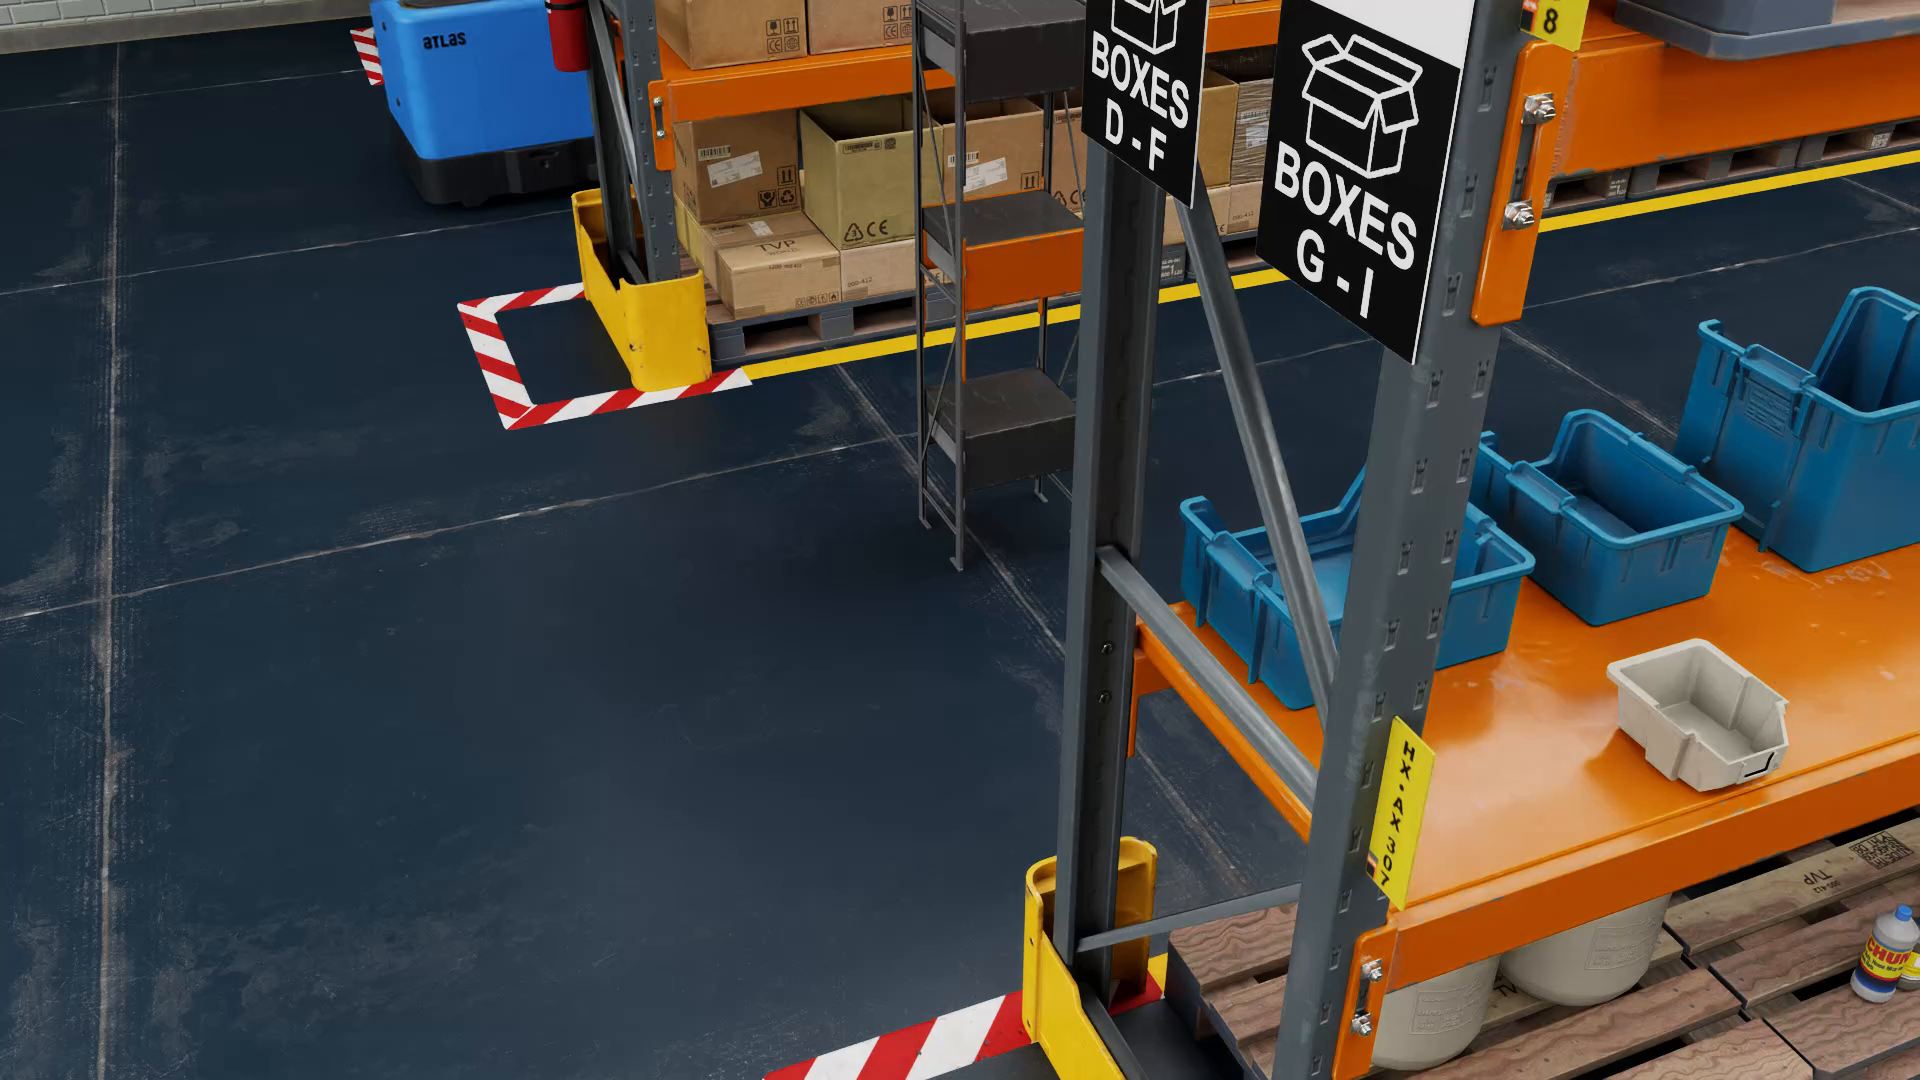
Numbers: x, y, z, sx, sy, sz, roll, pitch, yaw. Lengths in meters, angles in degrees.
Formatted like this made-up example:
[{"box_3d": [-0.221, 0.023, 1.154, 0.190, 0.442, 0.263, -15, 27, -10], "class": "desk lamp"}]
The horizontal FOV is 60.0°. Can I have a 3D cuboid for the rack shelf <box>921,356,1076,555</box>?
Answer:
[{"box_3d": [0.153, -0.317, 6.120, 0.480, 0.518, 0.431, -13, 35, -19], "class": "rack shelf"}]

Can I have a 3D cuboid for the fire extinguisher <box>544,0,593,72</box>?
[{"box_3d": [-1.729, -2.401, 7.260, 0.183, 0.674, 0.296, -13, 35, -19], "class": "fire extinguisher"}]

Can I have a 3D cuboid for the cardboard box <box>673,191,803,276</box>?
[{"box_3d": [-1.060, -1.510, 7.956, 0.500, 0.250, 0.500, -13, 35, -19], "class": "cardboard box"}]

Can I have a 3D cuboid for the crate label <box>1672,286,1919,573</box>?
[{"box_3d": [2.066, -0.272, 3.886, 0.616, 0.435, 0.502, -13, 35, -19], "class": "crate label"}]

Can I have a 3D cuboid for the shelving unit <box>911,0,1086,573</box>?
[{"box_3d": [0.153, -0.915, 5.731, 0.503, 2.100, 0.431, -13, 35, -19], "class": "shelving unit"}]

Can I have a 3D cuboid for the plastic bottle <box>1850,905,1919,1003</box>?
[{"box_3d": [2.266, 1.000, 4.061, 0.097, 0.271, 0.097, 0, 33, 0], "class": "plastic bottle"}]

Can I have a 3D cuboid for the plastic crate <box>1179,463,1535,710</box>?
[{"box_3d": [0.820, 0.073, 3.523, 0.616, 0.251, 0.499, -13, 35, -19], "class": "plastic crate"}]

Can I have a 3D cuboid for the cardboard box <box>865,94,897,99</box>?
[{"box_3d": [-0.145, -2.044, 8.089, 0.500, 0.500, 0.500, -13, 35, -19], "class": "cardboard box"}]

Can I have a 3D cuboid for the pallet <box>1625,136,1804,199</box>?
[{"box_3d": [4.039, -2.335, 9.645, 1.213, 0.211, 1.003, -13, 35, -19], "class": "pallet"}]

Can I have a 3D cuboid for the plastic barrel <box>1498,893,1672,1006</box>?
[{"box_3d": [1.513, 0.851, 4.088, 0.421, 0.512, 0.421, 0, 33, 0], "class": "plastic barrel"}]

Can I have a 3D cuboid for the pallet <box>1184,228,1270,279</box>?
[{"box_3d": [1.499, -1.754, 8.751, 1.213, 0.211, 1.003, -13, 35, -19], "class": "pallet"}]

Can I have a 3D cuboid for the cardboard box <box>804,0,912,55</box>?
[{"box_3d": [-0.522, -2.472, 7.207, 0.500, 0.500, 0.700, -12, 35, -18], "class": "cardboard box"}]

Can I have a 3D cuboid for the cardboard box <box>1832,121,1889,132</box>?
[{"box_3d": [5.072, -2.593, 9.621, 0.500, 0.250, 0.500, -13, 35, -19], "class": "cardboard box"}]

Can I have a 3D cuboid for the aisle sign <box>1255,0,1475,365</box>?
[{"box_3d": [0.521, -0.660, 2.130, 0.004, 0.787, 0.394, -13, 35, -19], "class": "aisle sign"}]

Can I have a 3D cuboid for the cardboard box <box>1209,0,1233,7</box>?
[{"box_3d": [0.893, -2.796, 7.704, 0.500, 0.500, 0.700, -12, 35, -18], "class": "cardboard box"}]

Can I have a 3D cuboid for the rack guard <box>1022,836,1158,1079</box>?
[{"box_3d": [0.526, 1.275, 3.832, 0.348, 0.500, 1.175, -13, 35, -19], "class": "rack guard"}]

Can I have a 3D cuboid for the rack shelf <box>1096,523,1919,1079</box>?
[{"box_3d": [2.318, 0.146, 3.934, 4.000, 0.370, 1.077, -13, 35, -19], "class": "rack shelf"}]

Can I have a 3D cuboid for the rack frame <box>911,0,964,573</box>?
[{"box_3d": [-0.072, -0.864, 5.652, 0.015, 2.100, 0.400, -13, 35, -19], "class": "rack frame"}]

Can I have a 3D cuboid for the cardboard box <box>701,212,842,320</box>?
[{"box_3d": [-0.860, -1.249, 7.556, 0.500, 0.250, 0.500, -13, 35, -19], "class": "cardboard box"}]

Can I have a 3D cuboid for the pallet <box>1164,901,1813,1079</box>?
[{"box_3d": [1.277, 1.227, 4.170, 1.213, 0.211, 1.003, -13, 35, -19], "class": "pallet"}]

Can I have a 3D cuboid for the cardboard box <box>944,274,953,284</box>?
[{"box_3d": [0.061, -1.462, 7.883, 0.500, 0.250, 0.500, -13, 35, -19], "class": "cardboard box"}]

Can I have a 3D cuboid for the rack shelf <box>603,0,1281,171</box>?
[{"box_3d": [0.404, -2.345, 7.764, 4.000, 0.370, 1.077, -13, 35, -19], "class": "rack shelf"}]

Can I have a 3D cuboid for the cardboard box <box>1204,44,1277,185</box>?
[{"box_3d": [1.440, -2.099, 8.175, 0.500, 0.500, 0.500, -13, 35, -19], "class": "cardboard box"}]

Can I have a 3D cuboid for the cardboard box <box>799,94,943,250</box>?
[{"box_3d": [-0.399, -1.670, 7.515, 0.500, 0.500, 0.500, -13, 35, -19], "class": "cardboard box"}]

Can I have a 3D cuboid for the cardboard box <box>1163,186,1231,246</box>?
[{"box_3d": [0.985, -1.671, 8.204, 0.500, 0.250, 0.500, -13, 35, -19], "class": "cardboard box"}]

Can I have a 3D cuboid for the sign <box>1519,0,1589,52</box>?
[{"box_3d": [0.683, -0.716, 1.842, 0.005, 0.325, 0.100, -13, 35, -19], "class": "sign"}]

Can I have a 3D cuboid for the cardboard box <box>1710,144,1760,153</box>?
[{"box_3d": [4.134, -2.378, 9.291, 0.500, 0.250, 0.500, -12, 35, -18], "class": "cardboard box"}]

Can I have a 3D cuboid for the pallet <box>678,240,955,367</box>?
[{"box_3d": [-0.751, -1.238, 7.960, 1.213, 0.211, 1.003, -13, 35, -19], "class": "pallet"}]

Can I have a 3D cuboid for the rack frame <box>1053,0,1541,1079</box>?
[{"box_3d": [0.474, 0.267, 3.089, 0.127, 3.000, 1.000, -13, 35, -19], "class": "rack frame"}]

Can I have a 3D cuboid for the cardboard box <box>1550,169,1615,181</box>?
[{"box_3d": [3.188, -2.160, 8.956, 0.500, 0.250, 0.500, -12, 35, -18], "class": "cardboard box"}]

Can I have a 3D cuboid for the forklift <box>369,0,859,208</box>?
[{"box_3d": [-1.699, -3.561, 9.035, 3.031, 2.935, 1.130, -15, 36, -22], "class": "forklift"}]

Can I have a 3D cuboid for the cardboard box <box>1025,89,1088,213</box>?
[{"box_3d": [0.525, -1.879, 7.836, 0.500, 0.500, 0.500, -13, 35, -19], "class": "cardboard box"}]
